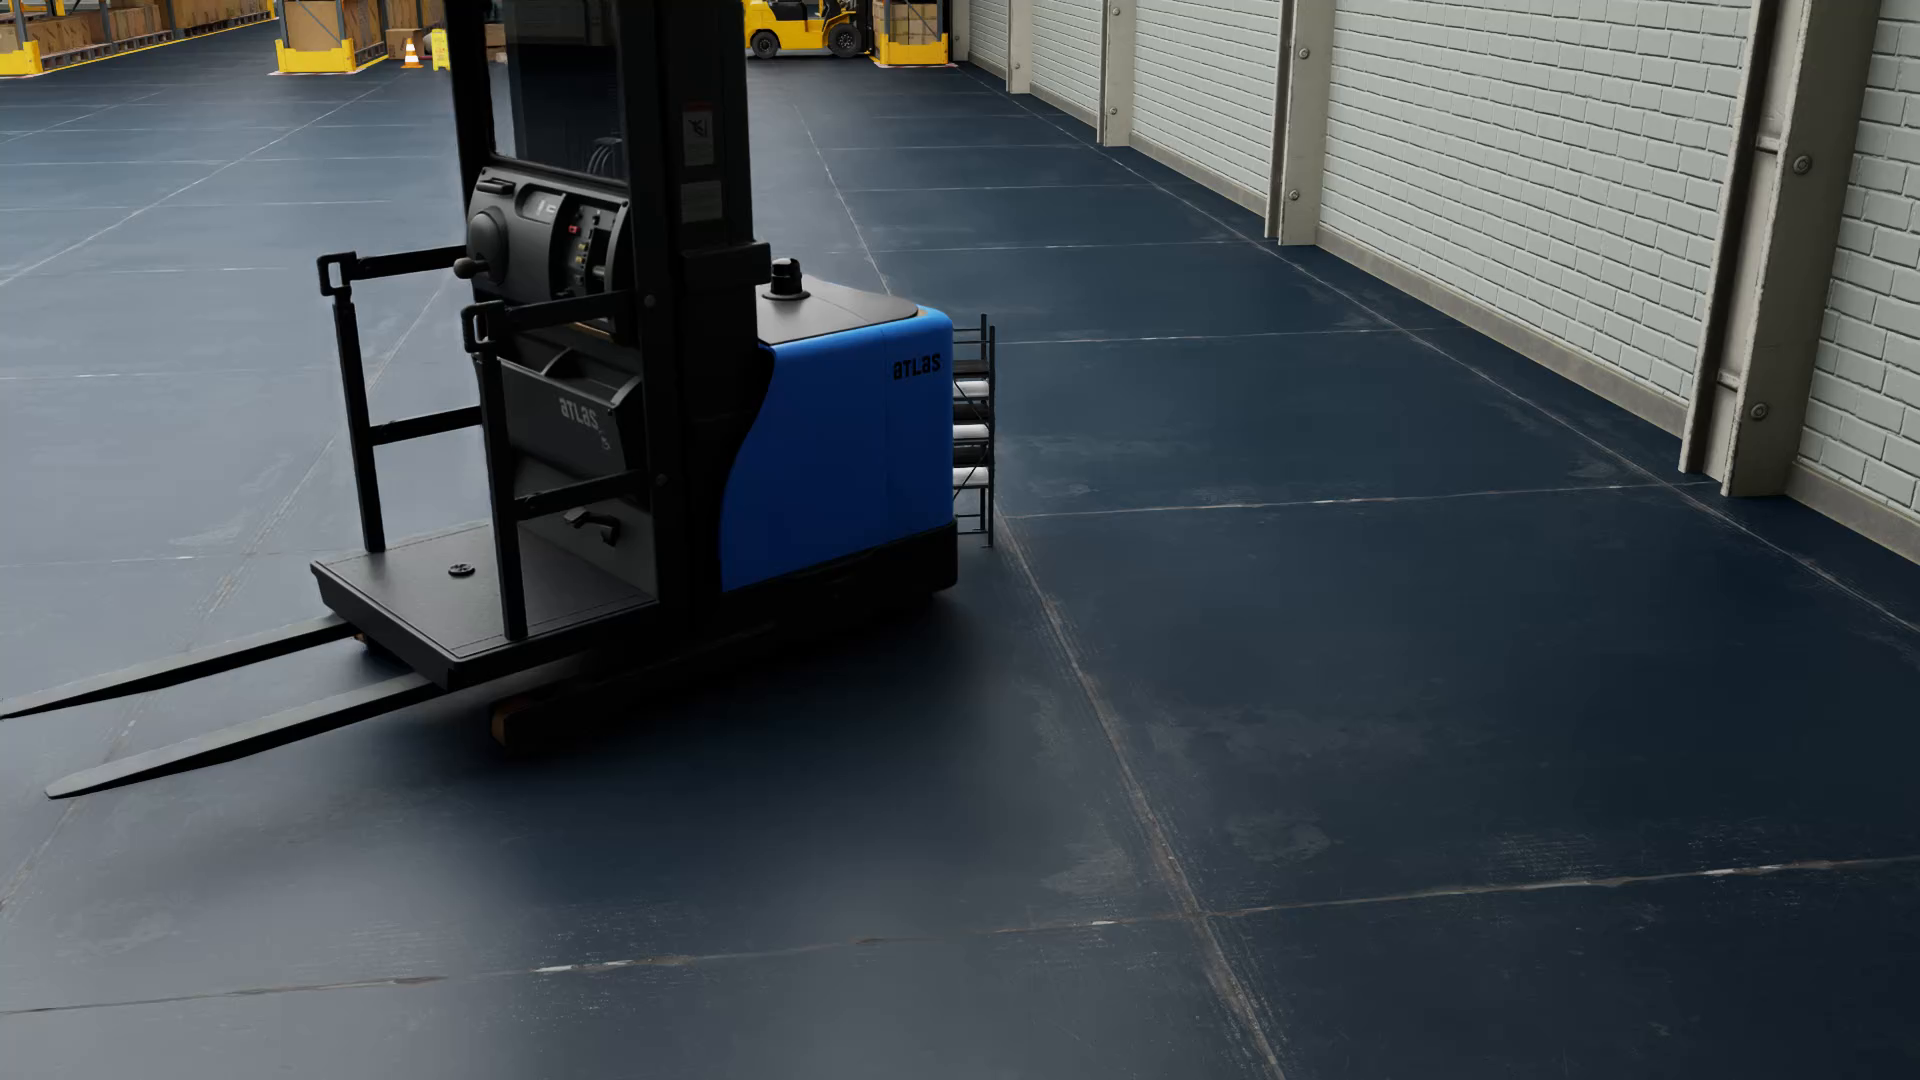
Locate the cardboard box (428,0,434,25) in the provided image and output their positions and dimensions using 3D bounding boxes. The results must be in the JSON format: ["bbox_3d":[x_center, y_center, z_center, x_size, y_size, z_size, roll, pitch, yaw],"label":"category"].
[{"bbox_3d":[-11.673,-11.382,35.875,0.500,0.500,0.500,-3,21,-7],"label":"cardboard box"}]

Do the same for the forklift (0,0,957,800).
[{"bbox_3d":[-1.444,-0.938,5.038,3.031,2.935,1.130,-17,27,-39],"label":"forklift"}]

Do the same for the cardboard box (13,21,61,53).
[{"bbox_3d":[-15.783,-8.605,28.440,0.500,0.500,0.500,-1,21,-3],"label":"cardboard box"}]

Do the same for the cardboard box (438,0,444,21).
[{"bbox_3d":[-11.895,-11.914,37.299,0.500,0.500,0.500,-3,21,-9],"label":"cardboard box"}]

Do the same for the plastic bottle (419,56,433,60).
[{"bbox_3d":[-9.504,-8.611,29.684,0.283,0.061,0.133,-11,23,-26],"label":"plastic bottle"}]

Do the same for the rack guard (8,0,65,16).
[{"bbox_3d":[-22.741,-13.066,40.984,1.175,0.500,0.348,-3,21,-8],"label":"rack guard"}]

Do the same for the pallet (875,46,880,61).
[{"bbox_3d":[-0.951,-8.647,29.566,1.003,0.211,1.213,-3,21,-8],"label":"pallet"}]

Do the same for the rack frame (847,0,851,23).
[{"bbox_3d":[-1.953,-12.460,35.791,1.000,3.000,0.127,-3,21,-8],"label":"rack frame"}]

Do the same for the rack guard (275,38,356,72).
[{"bbox_3d":[-10.591,-7.975,27.354,1.175,0.500,0.348,-3,21,-8],"label":"rack guard"}]

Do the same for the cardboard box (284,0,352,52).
[{"bbox_3d":[-10.758,-8.587,27.857,0.875,0.875,0.875,-3,21,-7],"label":"cardboard box"}]

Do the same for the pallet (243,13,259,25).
[{"bbox_3d":[-17.459,-12.478,39.824,1.003,0.211,1.213,-3,21,-8],"label":"pallet"}]

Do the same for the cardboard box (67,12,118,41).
[{"bbox_3d":[-16.161,-9.573,31.003,0.700,0.500,0.500,-5,21,-12],"label":"cardboard box"}]

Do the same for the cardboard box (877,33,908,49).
[{"bbox_3d":[-1.180,-8.746,29.175,0.500,0.250,0.500,-3,21,-7],"label":"cardboard box"}]

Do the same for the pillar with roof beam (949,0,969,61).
[{"bbox_3d":[-4.268,-12.570,27.511,9.100,9.000,0.400,-3,21,-8],"label":"pillar with roof beam"}]

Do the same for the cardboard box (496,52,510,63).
[{"bbox_3d":[-7.899,-8.455,29.142,0.380,0.149,0.250,8,22,20],"label":"cardboard box"}]

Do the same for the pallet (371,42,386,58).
[{"bbox_3d":[-11.139,-8.966,30.419,1.003,0.211,1.213,-3,21,-8],"label":"pallet"}]

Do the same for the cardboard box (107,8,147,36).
[{"bbox_3d":[-16.373,-10.126,32.484,0.700,0.500,0.500,-1,21,-3],"label":"cardboard box"}]

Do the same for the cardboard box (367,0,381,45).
[{"bbox_3d":[-11.150,-9.519,30.353,0.875,0.875,0.875,-3,21,-7],"label":"cardboard box"}]

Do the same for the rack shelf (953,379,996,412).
[{"bbox_3d":[-0.001,-0.562,6.515,0.258,0.077,0.200,-3,21,-8],"label":"rack shelf"}]

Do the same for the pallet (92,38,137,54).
[{"bbox_3d":[-16.208,-9.287,31.280,1.003,0.211,1.213,-3,21,-8],"label":"pallet"}]

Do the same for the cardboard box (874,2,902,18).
[{"bbox_3d":[-1.254,-9.388,29.465,0.500,0.250,0.500,-3,21,-7],"label":"cardboard box"}]

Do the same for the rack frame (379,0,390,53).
[{"bbox_3d":[-11.171,-10.539,30.647,1.000,3.000,0.127,-3,21,-8],"label":"rack frame"}]

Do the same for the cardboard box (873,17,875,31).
[{"bbox_3d":[-1.336,-9.338,30.046,0.500,0.250,0.500,-3,21,-9],"label":"cardboard box"}]

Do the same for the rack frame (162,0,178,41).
[{"bbox_3d":[-16.671,-11.709,33.779,1.000,3.000,0.127,-3,21,-8],"label":"rack frame"}]

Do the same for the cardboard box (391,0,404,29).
[{"bbox_3d":[-11.485,-10.227,32.425,1.050,0.750,0.750,-3,21,-8],"label":"cardboard box"}]

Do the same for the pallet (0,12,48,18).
[{"bbox_3d":[-22.645,-12.635,40.244,1.003,0.211,1.213,-3,21,-8],"label":"pallet"}]

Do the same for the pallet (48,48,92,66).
[{"bbox_3d":[-15.783,-8.364,28.808,1.003,0.211,1.213,-3,21,-8],"label":"pallet"}]

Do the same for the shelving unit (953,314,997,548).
[{"bbox_3d":[-0.001,-0.424,6.566,0.258,0.900,0.210,-3,21,-8],"label":"shelving unit"}]

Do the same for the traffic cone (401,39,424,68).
[{"bbox_3d":[-9.266,-8.221,28.067,0.336,0.463,0.334,-3,21,-8],"label":"traffic cone"}]

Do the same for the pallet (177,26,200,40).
[{"bbox_3d":[-16.710,-10.679,35.008,1.003,0.211,1.213,-3,21,-8],"label":"pallet"}]

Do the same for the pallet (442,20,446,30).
[{"bbox_3d":[-12.211,-11.733,37.830,1.003,0.211,1.213,-3,21,-8],"label":"pallet"}]

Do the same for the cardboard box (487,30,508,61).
[{"bbox_3d":[-8.469,-8.750,29.424,0.637,0.503,0.797,17,27,39],"label":"cardboard box"}]

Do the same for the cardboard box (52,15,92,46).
[{"bbox_3d":[-16.076,-9.209,30.059,0.500,0.500,0.500,-4,21,-9],"label":"cardboard box"}]

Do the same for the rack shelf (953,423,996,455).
[{"bbox_3d":[-0.001,-0.393,6.578,0.258,0.077,0.200,-3,21,-8],"label":"rack shelf"}]

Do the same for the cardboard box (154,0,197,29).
[{"bbox_3d":[-16.750,-11.150,34.720,1.225,0.875,0.875,-4,21,-10],"label":"cardboard box"}]

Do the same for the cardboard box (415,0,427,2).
[{"bbox_3d":[-11.608,-11.552,35.260,0.500,0.250,0.500,-4,21,-10],"label":"cardboard box"}]

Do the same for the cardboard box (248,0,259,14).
[{"bbox_3d":[-17.521,-13.148,40.067,0.875,0.875,0.875,-3,21,-8],"label":"cardboard box"}]

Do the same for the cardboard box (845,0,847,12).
[{"bbox_3d":[-2.288,-11.796,36.983,0.500,0.500,0.500,-3,21,-9],"label":"cardboard box"}]

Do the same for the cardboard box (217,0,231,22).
[{"bbox_3d":[-17.135,-12.075,37.195,1.225,0.875,0.875,-3,21,-8],"label":"cardboard box"}]

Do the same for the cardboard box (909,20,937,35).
[{"bbox_3d":[-0.662,-9.007,29.159,0.500,0.250,0.500,-3,21,-7],"label":"cardboard box"}]

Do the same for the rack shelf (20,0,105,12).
[{"bbox_3d":[-15.806,-9.295,28.343,1.077,0.370,4.000,-3,21,-8],"label":"rack shelf"}]

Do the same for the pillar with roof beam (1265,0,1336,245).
[{"bbox_3d":[-1.674,-6.338,10.825,9.100,9.000,0.400,-3,21,-8],"label":"pillar with roof beam"}]

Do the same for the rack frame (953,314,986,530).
[{"bbox_3d":[-0.016,-0.460,6.660,0.240,0.900,0.006,-3,21,-8],"label":"rack frame"}]
